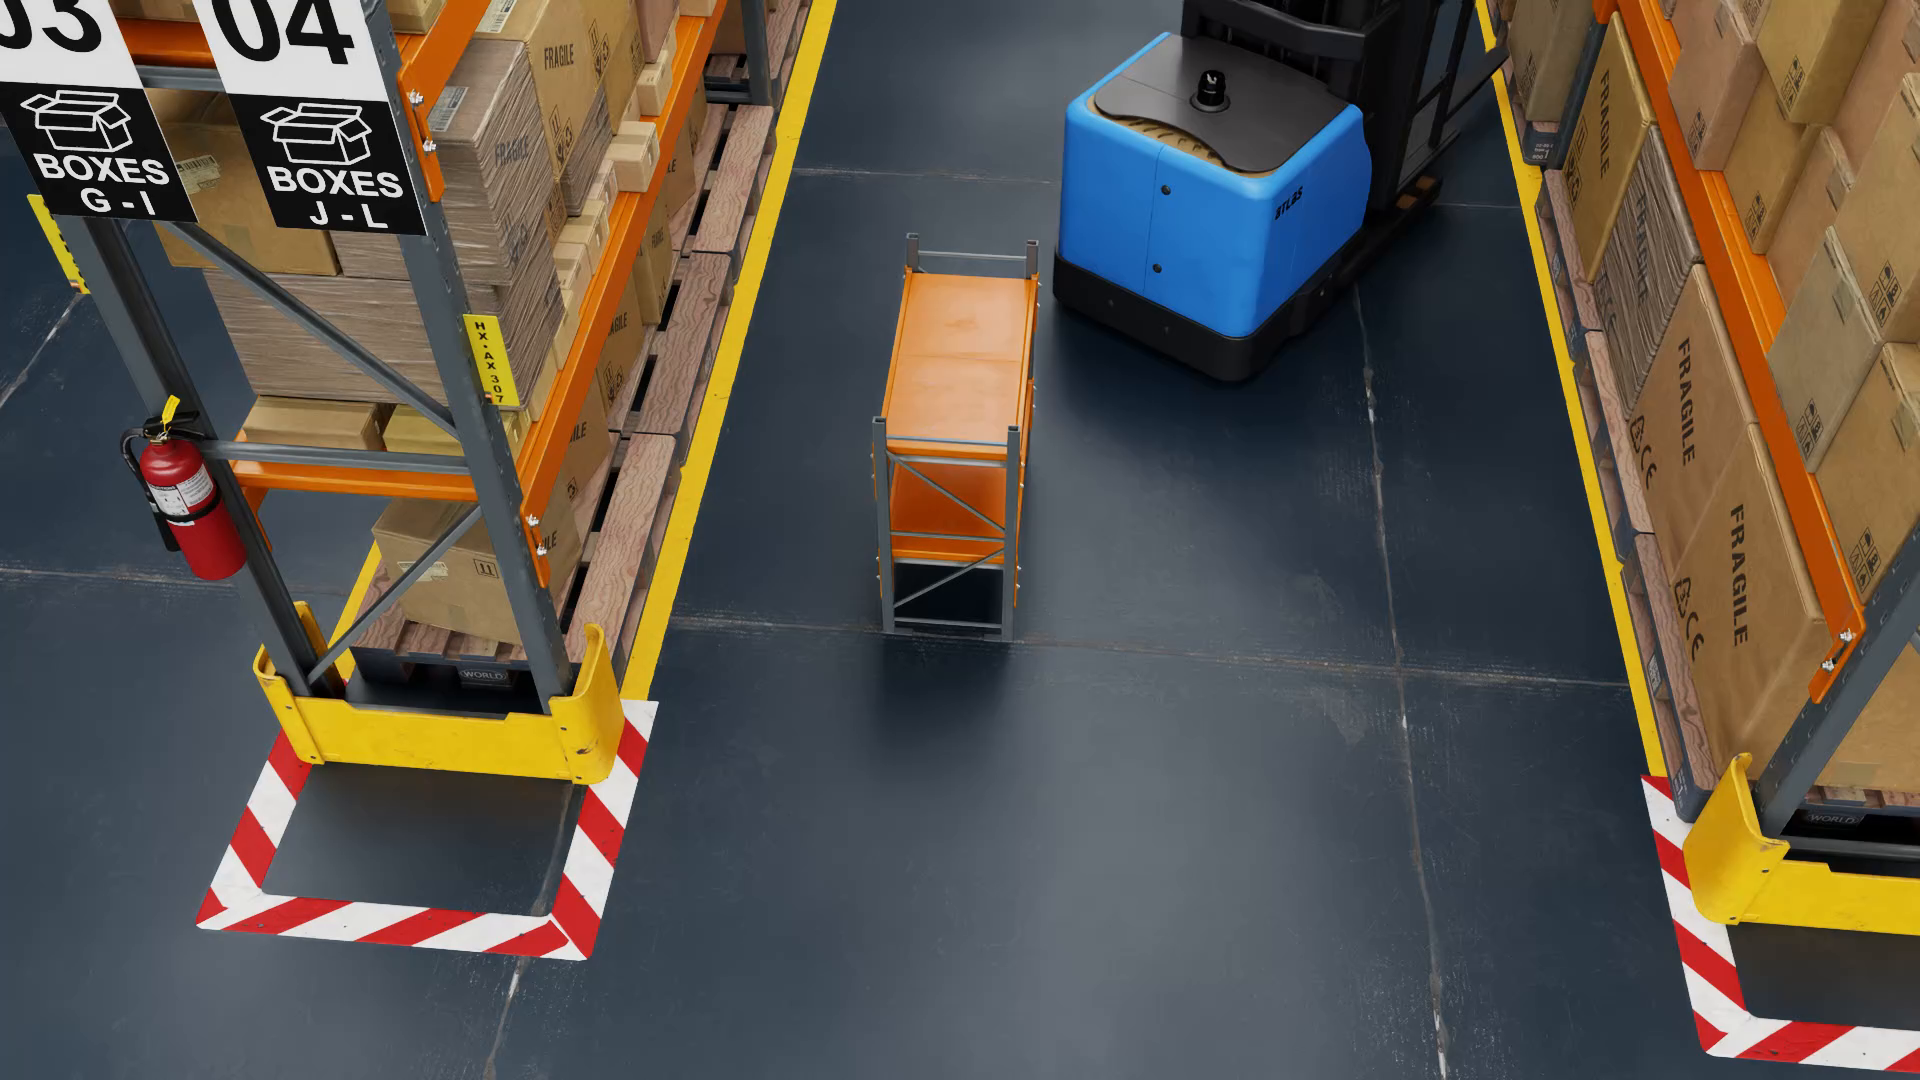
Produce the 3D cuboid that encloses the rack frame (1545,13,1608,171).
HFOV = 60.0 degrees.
[{"bbox_3d":[3.454,-2.771,7.278,1.000,3.000,0.127,4,48,4],"label":"rack frame"}]

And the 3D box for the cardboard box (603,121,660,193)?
[{"bbox_3d":[-1.344,-1.444,6.234,0.380,0.149,0.250,4,48,4],"label":"cardboard box"}]

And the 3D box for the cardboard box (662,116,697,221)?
[{"bbox_3d":[-1.597,-1.765,7.767,0.500,0.500,0.500,18,50,16],"label":"cardboard box"}]

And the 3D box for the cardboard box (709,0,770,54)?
[{"bbox_3d":[-1.399,-2.934,8.822,0.700,0.500,0.500,1,48,1],"label":"cardboard box"}]

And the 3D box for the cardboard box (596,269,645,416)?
[{"bbox_3d":[-1.671,-0.896,6.972,0.500,0.500,0.500,8,48,7],"label":"cardboard box"}]

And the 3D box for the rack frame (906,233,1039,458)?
[{"bbox_3d":[0.047,-0.758,6.707,0.500,1.125,0.032,4,48,4],"label":"rack frame"}]

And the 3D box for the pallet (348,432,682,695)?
[{"bbox_3d":[-1.725,0.051,6.586,1.003,0.211,1.213,4,48,4],"label":"pallet"}]

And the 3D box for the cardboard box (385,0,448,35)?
[{"bbox_3d":[-1.539,-1.538,4.219,0.500,0.250,0.500,5,48,5],"label":"cardboard box"}]

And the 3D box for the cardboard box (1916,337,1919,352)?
[{"bbox_3d":[3.162,-0.517,4.383,0.875,0.550,0.550,4,48,4],"label":"cardboard box"}]

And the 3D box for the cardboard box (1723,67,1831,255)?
[{"bbox_3d":[3.290,-1.359,5.885,0.875,0.550,0.500,4,48,4],"label":"cardboard box"}]

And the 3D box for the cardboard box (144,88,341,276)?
[{"bbox_3d":[-2.037,-1.132,4.832,0.500,0.500,0.500,4,48,4],"label":"cardboard box"}]

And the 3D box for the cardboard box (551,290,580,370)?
[{"bbox_3d":[-1.498,-0.714,5.566,0.380,0.149,0.250,4,48,4],"label":"cardboard box"}]

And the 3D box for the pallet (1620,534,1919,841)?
[{"bbox_3d":[3.084,0.516,6.161,1.003,0.211,1.213,4,48,4],"label":"pallet"}]

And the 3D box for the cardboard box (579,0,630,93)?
[{"bbox_3d":[-1.422,-1.832,5.472,0.500,0.500,0.500,4,48,4],"label":"cardboard box"}]

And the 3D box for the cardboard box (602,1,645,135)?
[{"bbox_3d":[-1.691,-1.883,6.196,0.875,0.500,0.500,4,48,4],"label":"cardboard box"}]

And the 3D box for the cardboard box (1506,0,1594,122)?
[{"bbox_3d":[3.421,-2.616,8.376,1.050,0.750,0.750,4,48,3],"label":"cardboard box"}]

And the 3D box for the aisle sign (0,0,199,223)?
[{"bbox_3d":[-2.145,-1.092,3.980,0.394,0.787,0.004,4,48,4],"label":"aisle sign"}]

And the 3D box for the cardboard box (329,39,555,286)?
[{"bbox_3d":[-1.519,-1.097,4.800,0.500,0.500,0.500,4,48,4],"label":"cardboard box"}]

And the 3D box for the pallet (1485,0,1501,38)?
[{"bbox_3d":[3.558,-3.301,9.652,1.003,0.211,1.213,4,48,4],"label":"pallet"}]

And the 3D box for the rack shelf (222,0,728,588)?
[{"bbox_3d":[-1.658,-1.467,6.572,1.077,0.370,4.000,4,48,4],"label":"rack shelf"}]

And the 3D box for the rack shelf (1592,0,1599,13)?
[{"bbox_3d":[3.636,-3.998,8.888,1.077,0.370,4.000,4,48,4],"label":"rack shelf"}]

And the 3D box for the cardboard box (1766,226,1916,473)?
[{"bbox_3d":[3.107,-0.564,5.157,0.875,0.550,0.550,4,48,4],"label":"cardboard box"}]

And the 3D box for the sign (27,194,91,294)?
[{"bbox_3d":[-2.392,-0.789,4.466,0.100,0.325,0.005,4,48,4],"label":"sign"}]

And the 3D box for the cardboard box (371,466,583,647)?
[{"bbox_3d":[-1.767,0.004,6.149,0.500,0.500,0.500,12,49,11],"label":"cardboard box"}]

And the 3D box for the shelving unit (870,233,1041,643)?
[{"bbox_3d":[0.001,-0.385,6.365,0.538,1.125,1.048,4,48,4],"label":"shelving unit"}]

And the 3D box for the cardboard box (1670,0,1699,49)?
[{"bbox_3d":[3.405,-2.144,6.603,0.875,0.550,0.550,4,48,4],"label":"cardboard box"}]

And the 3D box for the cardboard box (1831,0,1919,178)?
[{"bbox_3d":[3.306,-1.330,5.126,0.875,0.550,0.550,4,48,4],"label":"cardboard box"}]

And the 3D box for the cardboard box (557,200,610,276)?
[{"bbox_3d":[-1.466,-1.082,5.903,0.380,0.149,0.250,4,48,4],"label":"cardboard box"}]

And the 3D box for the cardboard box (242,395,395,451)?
[{"bbox_3d":[-2.020,-0.378,5.260,0.380,0.149,0.250,4,48,4],"label":"cardboard box"}]

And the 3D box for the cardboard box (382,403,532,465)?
[{"bbox_3d":[-1.577,-0.349,5.232,0.380,0.149,0.250,4,48,4],"label":"cardboard box"}]

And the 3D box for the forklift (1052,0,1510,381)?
[{"bbox_3d":[1.735,-2.724,7.281,1.130,2.935,3.031,30,54,25],"label":"forklift"}]

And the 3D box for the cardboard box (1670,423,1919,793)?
[{"bbox_3d":[3.085,0.241,5.678,0.875,0.875,0.875,4,48,4],"label":"cardboard box"}]

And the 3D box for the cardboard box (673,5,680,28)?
[{"bbox_3d":[-1.384,-2.188,6.915,0.380,0.149,0.250,4,48,4],"label":"cardboard box"}]

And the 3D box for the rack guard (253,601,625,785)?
[{"bbox_3d":[-1.834,0.548,5.936,1.175,0.500,0.348,4,48,4],"label":"rack guard"}]

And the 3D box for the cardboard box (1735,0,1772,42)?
[{"bbox_3d":[3.266,-2.118,5.847,0.875,0.550,0.550,4,48,4],"label":"cardboard box"}]

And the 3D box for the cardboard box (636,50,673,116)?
[{"bbox_3d":[-1.354,-1.815,6.574,0.380,0.149,0.250,4,48,4],"label":"cardboard box"}]

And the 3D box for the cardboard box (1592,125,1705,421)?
[{"bbox_3d":[3.249,-1.076,6.883,0.875,0.875,0.875,4,48,4],"label":"cardboard box"}]

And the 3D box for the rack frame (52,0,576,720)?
[{"bbox_3d":[-1.841,-0.240,4.963,1.000,3.000,0.127,4,48,4],"label":"rack frame"}]

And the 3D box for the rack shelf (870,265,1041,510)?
[{"bbox_3d":[0.001,-0.582,6.149,0.538,0.278,1.000,4,48,4],"label":"rack shelf"}]

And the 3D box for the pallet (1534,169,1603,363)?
[{"bbox_3d":[3.307,-1.277,7.801,1.003,0.211,1.213,4,48,4],"label":"pallet"}]

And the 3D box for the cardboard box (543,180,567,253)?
[{"bbox_3d":[-1.837,-1.152,5.527,0.875,0.500,0.500,4,48,4],"label":"cardboard box"}]

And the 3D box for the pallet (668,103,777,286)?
[{"bbox_3d":[-1.502,-1.742,8.226,1.003,0.211,1.213,4,48,4],"label":"pallet"}]
